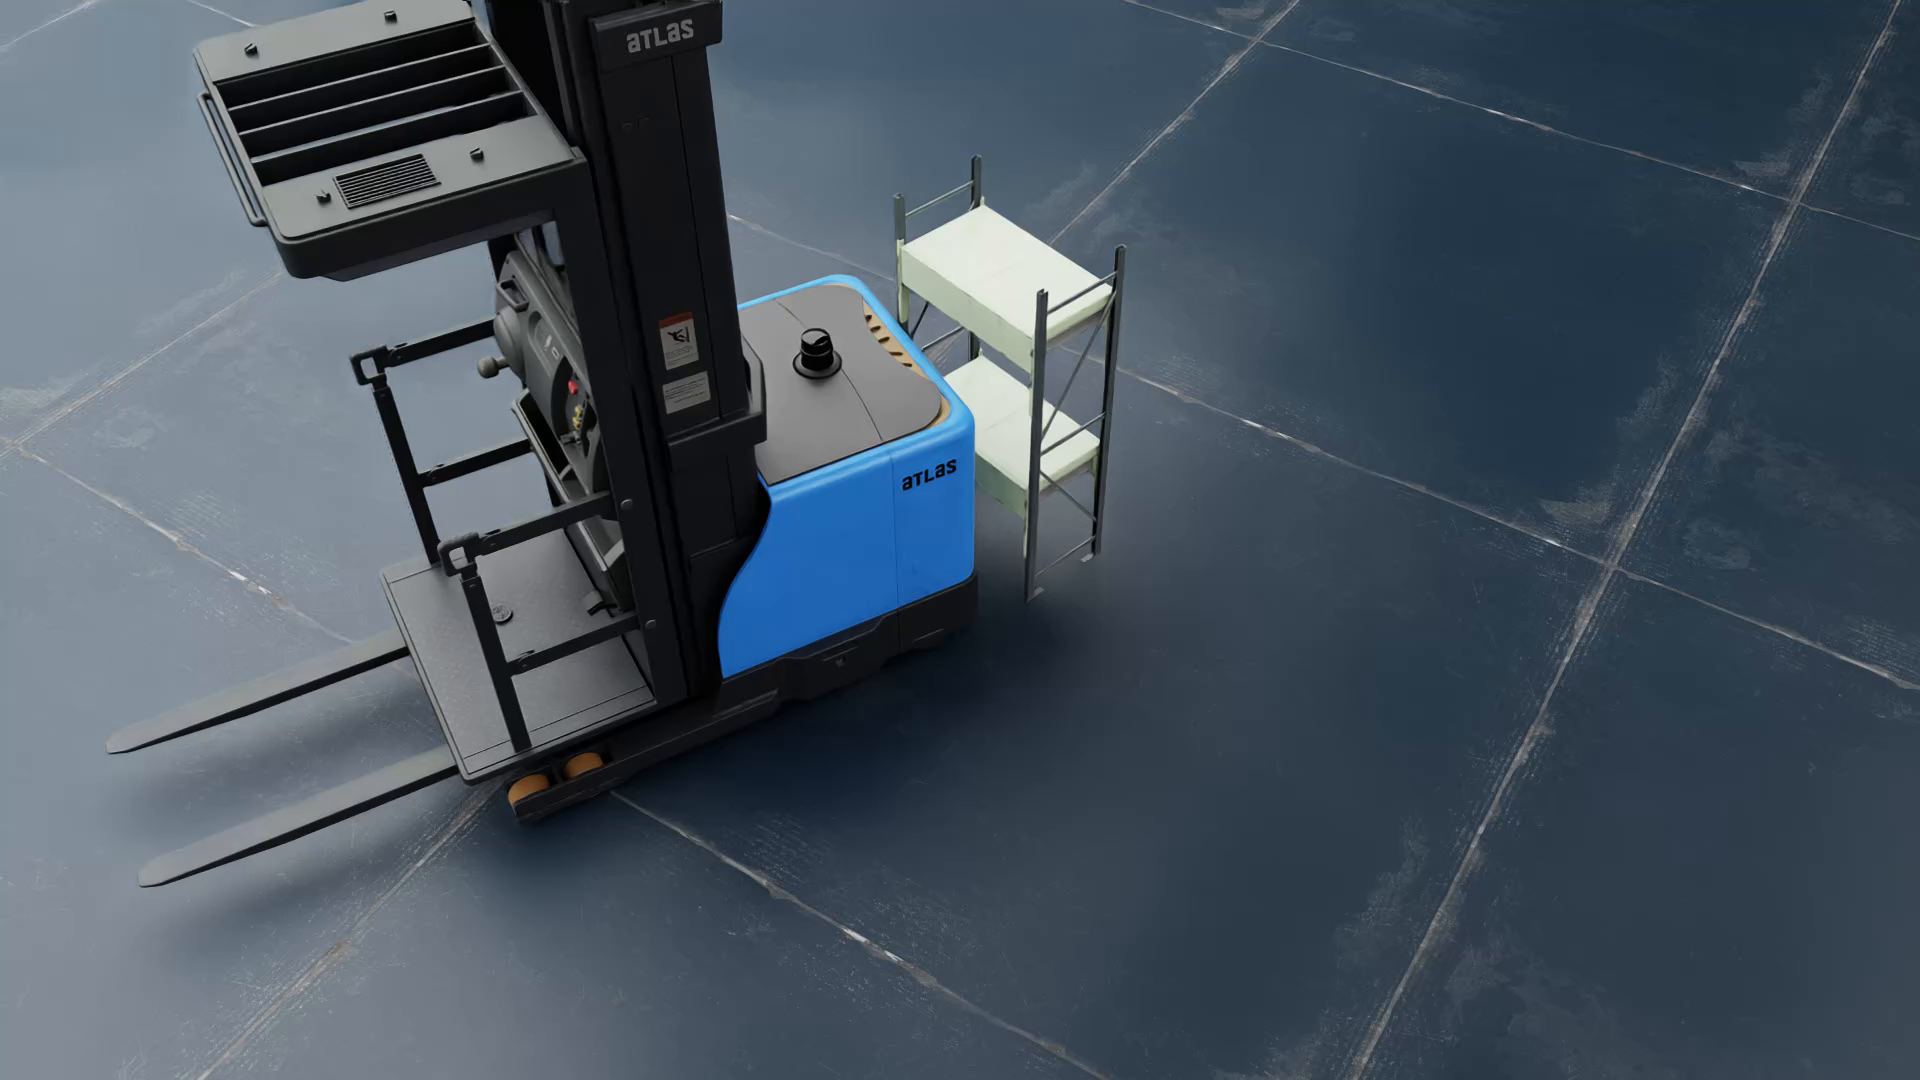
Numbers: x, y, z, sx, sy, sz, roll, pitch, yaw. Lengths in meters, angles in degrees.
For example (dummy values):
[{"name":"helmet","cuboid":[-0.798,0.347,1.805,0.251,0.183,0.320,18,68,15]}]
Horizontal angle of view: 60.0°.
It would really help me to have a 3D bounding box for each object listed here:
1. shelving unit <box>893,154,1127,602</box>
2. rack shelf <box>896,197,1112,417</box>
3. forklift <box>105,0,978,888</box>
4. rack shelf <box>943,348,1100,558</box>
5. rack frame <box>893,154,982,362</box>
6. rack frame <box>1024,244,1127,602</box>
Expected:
[{"name":"shelving unit","cuboid":[0.165,-0.577,6.265,0.431,1.500,0.755,-32,54,-27]},{"name":"rack shelf","cuboid":[0.165,-0.849,5.985,0.431,0.370,0.720,-32,54,-27]},{"name":"forklift","cuboid":[-1.474,-0.481,5.174,3.031,2.935,1.130,-22,50,-20]},{"name":"rack shelf","cuboid":[0.165,-0.349,6.498,0.431,0.370,0.720,-32,54,-27]},{"name":"rack frame","cuboid":[-0.077,-0.773,6.456,0.400,1.500,0.023,-32,54,-27]},{"name":"rack frame","cuboid":[0.408,-0.380,6.074,0.400,1.500,0.023,-32,54,-27]}]
